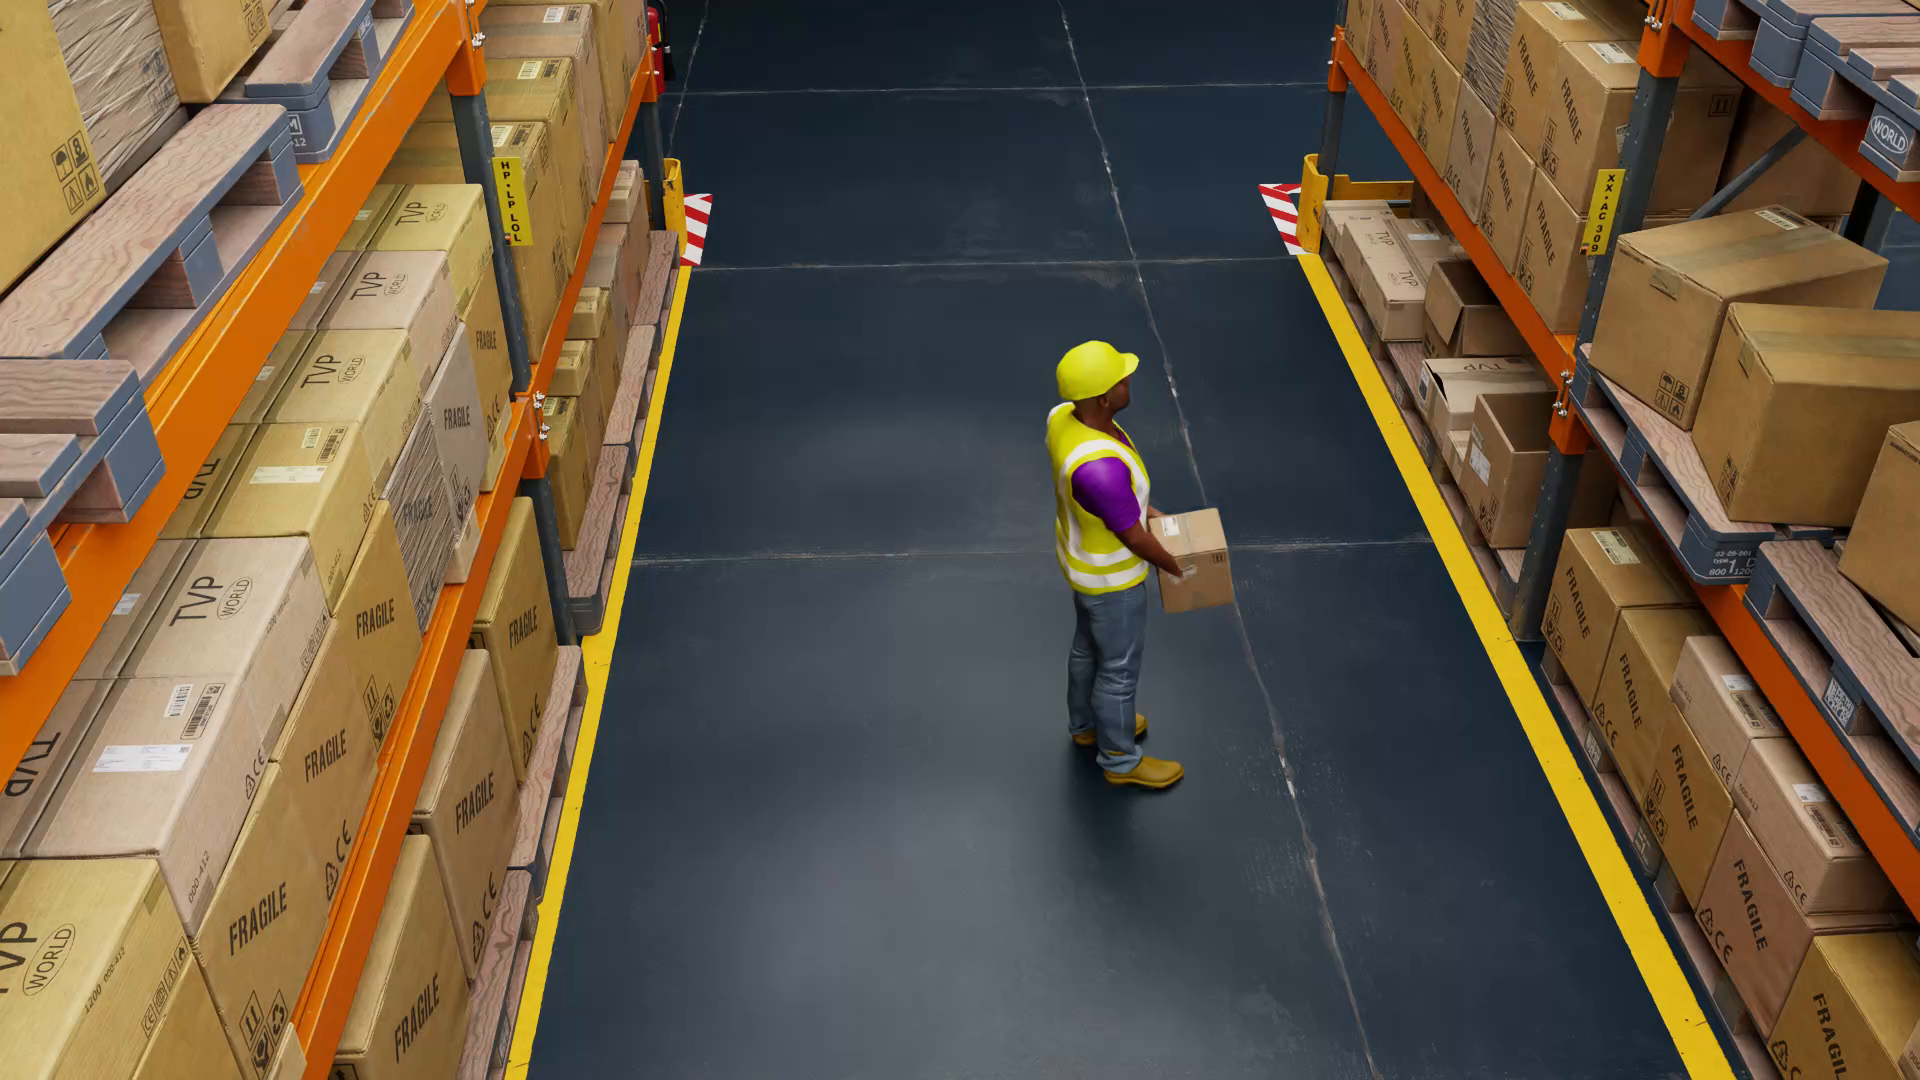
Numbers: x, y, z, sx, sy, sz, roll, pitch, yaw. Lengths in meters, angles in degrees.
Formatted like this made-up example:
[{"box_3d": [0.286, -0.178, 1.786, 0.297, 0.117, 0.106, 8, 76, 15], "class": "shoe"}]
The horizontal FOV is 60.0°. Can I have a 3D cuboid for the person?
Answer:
[{"box_3d": [0.579, 0.080, 6.004, 0.538, 1.772, 0.565, -6, 35, -8], "class": "person"}]
